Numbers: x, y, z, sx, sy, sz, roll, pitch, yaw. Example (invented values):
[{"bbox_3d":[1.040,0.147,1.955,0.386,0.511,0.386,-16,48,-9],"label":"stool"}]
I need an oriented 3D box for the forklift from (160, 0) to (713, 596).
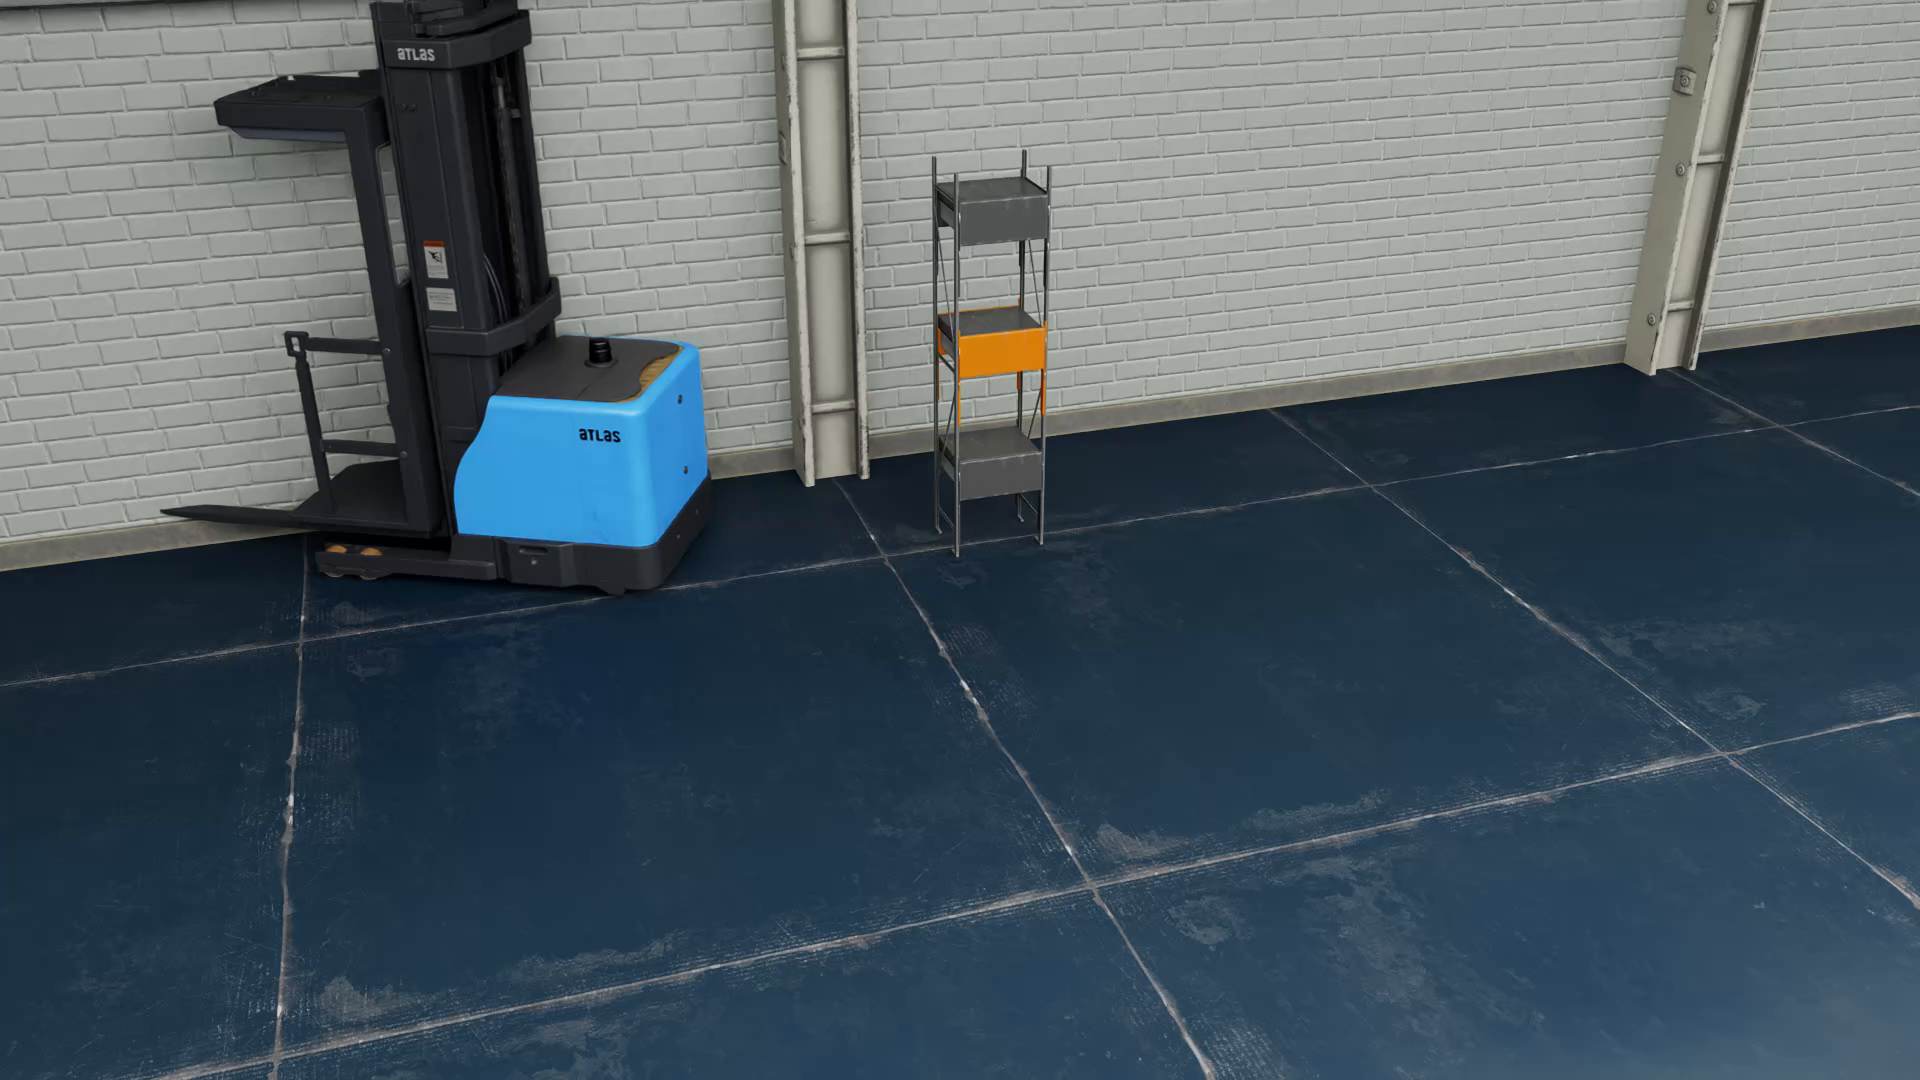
[{"bbox_3d":[-2.960,-1.326,8.625,3.031,2.935,1.130,4,27,9],"label":"forklift"}]

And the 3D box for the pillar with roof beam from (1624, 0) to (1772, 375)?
[{"bbox_3d":[6.261,-3.446,6.072,0.400,9.000,9.100,-8,28,-16],"label":"pillar with roof beam"}]

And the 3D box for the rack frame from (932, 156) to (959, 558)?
[{"bbox_3d":[-0.075,-0.930,8.761,0.015,2.100,0.400,-8,28,-16],"label":"rack frame"}]

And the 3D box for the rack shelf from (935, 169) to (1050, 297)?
[{"bbox_3d":[0.157,-1.578,8.524,0.480,0.518,0.431,-8,28,-16],"label":"rack shelf"}]

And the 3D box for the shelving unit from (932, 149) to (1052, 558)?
[{"bbox_3d":[0.157,-0.963,8.829,0.503,2.100,0.431,-8,28,-16],"label":"shelving unit"}]

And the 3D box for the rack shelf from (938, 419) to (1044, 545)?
[{"bbox_3d":[0.157,-0.324,9.146,0.480,0.518,0.431,-8,28,-16],"label":"rack shelf"}]

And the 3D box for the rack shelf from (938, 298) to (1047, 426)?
[{"bbox_3d":[0.157,-0.951,8.835,0.480,0.518,0.431,-8,28,-16],"label":"rack shelf"}]

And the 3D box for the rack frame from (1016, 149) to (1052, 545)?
[{"bbox_3d":[0.389,-0.997,8.897,0.015,2.100,0.400,-8,28,-16],"label":"rack frame"}]

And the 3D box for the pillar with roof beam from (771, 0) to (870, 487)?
[{"bbox_3d":[0.556,-2.620,4.407,0.400,9.000,9.100,-8,28,-16],"label":"pillar with roof beam"}]
